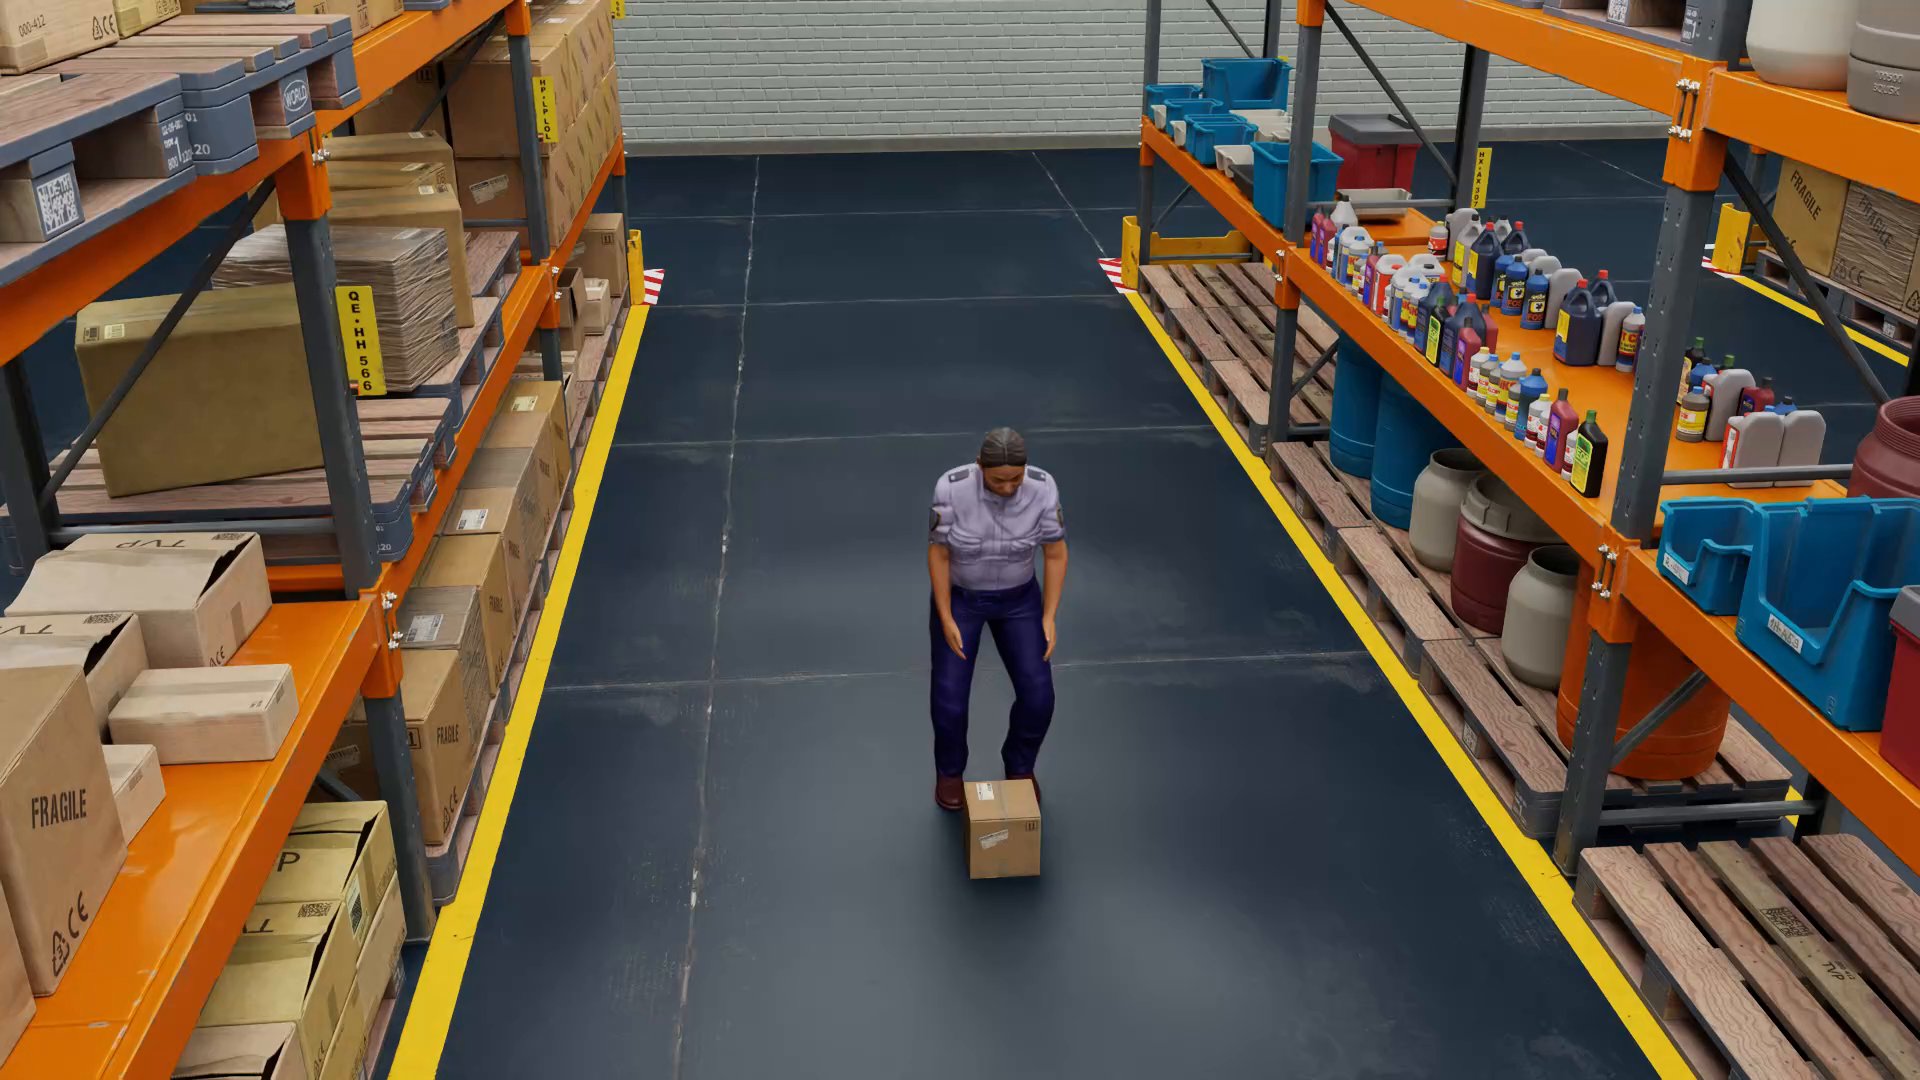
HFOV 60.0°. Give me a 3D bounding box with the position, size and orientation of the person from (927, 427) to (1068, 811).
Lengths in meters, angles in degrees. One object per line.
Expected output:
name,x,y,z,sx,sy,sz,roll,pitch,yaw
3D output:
person,0.135,0.267,6.159,0.515,1.546,0.485,-2,24,-4
